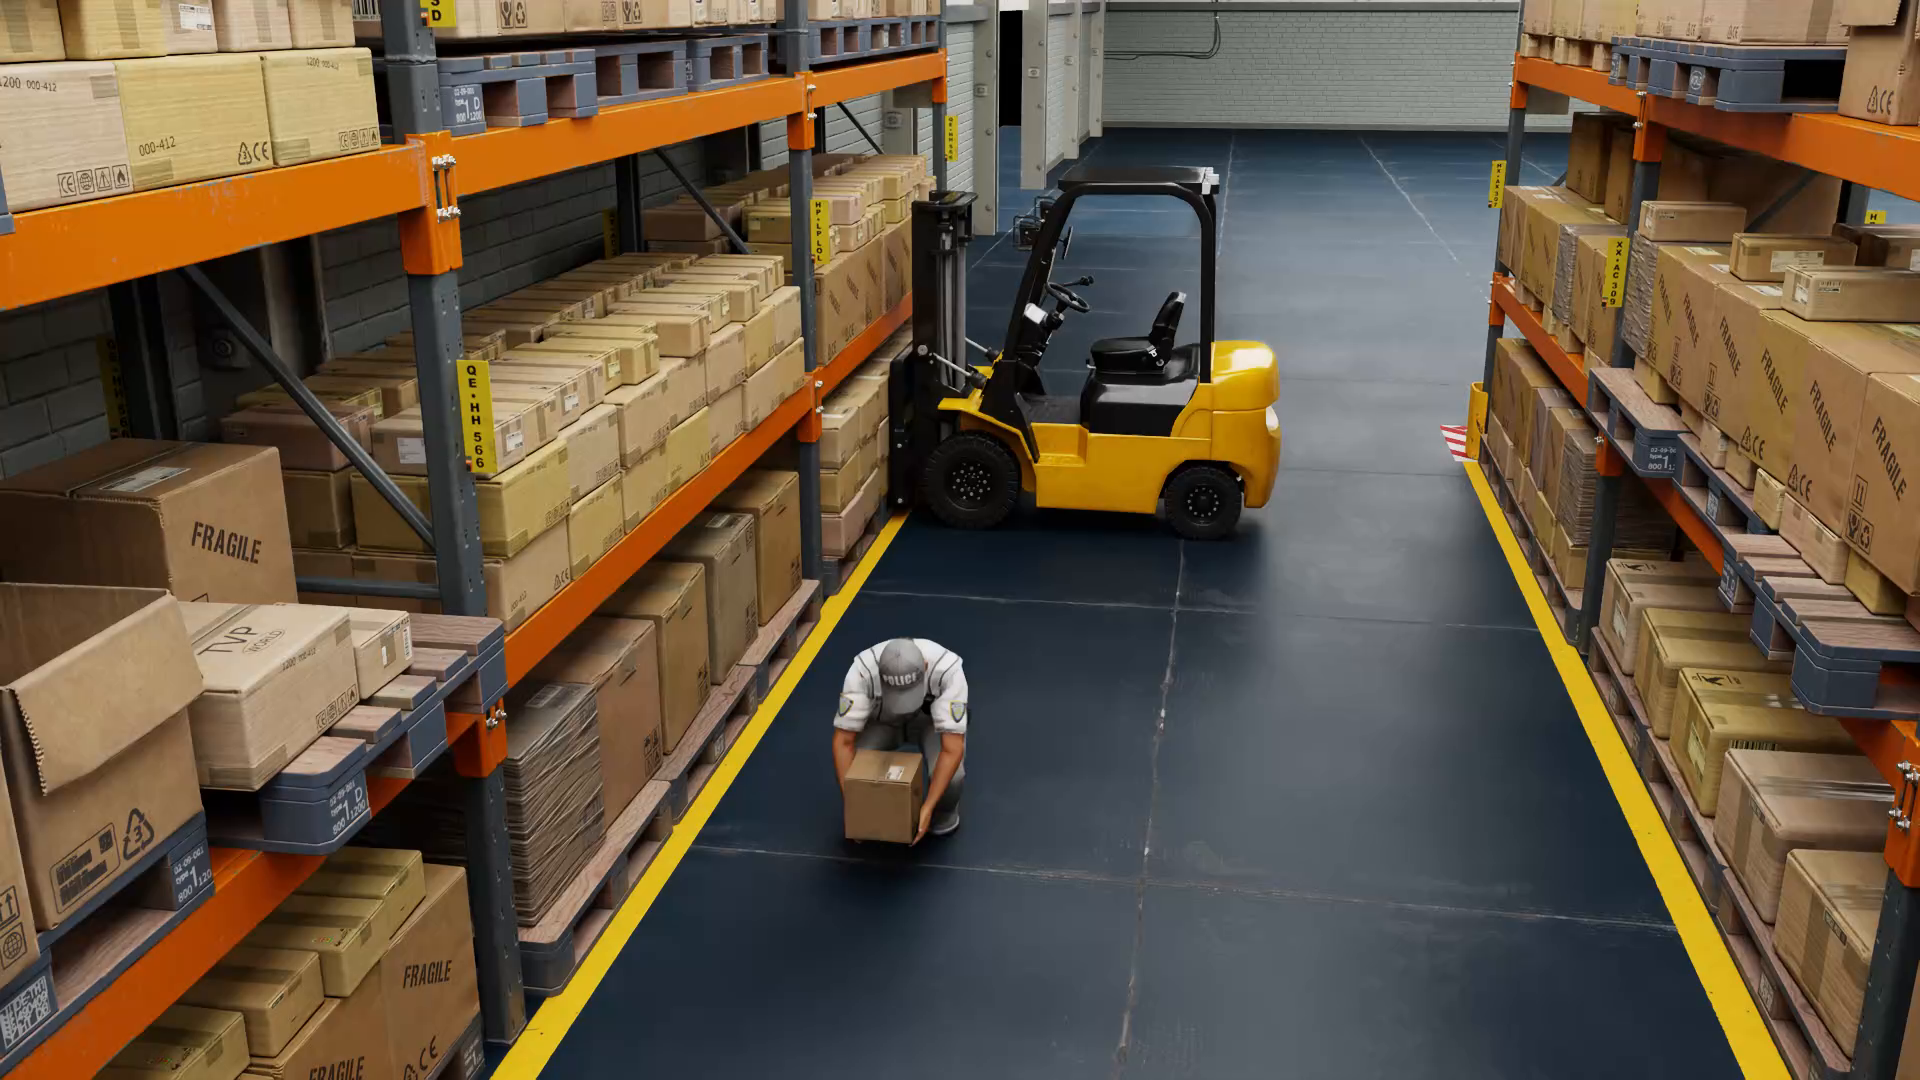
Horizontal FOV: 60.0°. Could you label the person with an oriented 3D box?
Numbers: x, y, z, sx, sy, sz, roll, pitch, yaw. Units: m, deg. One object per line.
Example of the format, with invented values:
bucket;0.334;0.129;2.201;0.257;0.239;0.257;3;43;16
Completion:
person;-0.213;0.728;6.521;0.537;0.930;0.856;3;18;10
